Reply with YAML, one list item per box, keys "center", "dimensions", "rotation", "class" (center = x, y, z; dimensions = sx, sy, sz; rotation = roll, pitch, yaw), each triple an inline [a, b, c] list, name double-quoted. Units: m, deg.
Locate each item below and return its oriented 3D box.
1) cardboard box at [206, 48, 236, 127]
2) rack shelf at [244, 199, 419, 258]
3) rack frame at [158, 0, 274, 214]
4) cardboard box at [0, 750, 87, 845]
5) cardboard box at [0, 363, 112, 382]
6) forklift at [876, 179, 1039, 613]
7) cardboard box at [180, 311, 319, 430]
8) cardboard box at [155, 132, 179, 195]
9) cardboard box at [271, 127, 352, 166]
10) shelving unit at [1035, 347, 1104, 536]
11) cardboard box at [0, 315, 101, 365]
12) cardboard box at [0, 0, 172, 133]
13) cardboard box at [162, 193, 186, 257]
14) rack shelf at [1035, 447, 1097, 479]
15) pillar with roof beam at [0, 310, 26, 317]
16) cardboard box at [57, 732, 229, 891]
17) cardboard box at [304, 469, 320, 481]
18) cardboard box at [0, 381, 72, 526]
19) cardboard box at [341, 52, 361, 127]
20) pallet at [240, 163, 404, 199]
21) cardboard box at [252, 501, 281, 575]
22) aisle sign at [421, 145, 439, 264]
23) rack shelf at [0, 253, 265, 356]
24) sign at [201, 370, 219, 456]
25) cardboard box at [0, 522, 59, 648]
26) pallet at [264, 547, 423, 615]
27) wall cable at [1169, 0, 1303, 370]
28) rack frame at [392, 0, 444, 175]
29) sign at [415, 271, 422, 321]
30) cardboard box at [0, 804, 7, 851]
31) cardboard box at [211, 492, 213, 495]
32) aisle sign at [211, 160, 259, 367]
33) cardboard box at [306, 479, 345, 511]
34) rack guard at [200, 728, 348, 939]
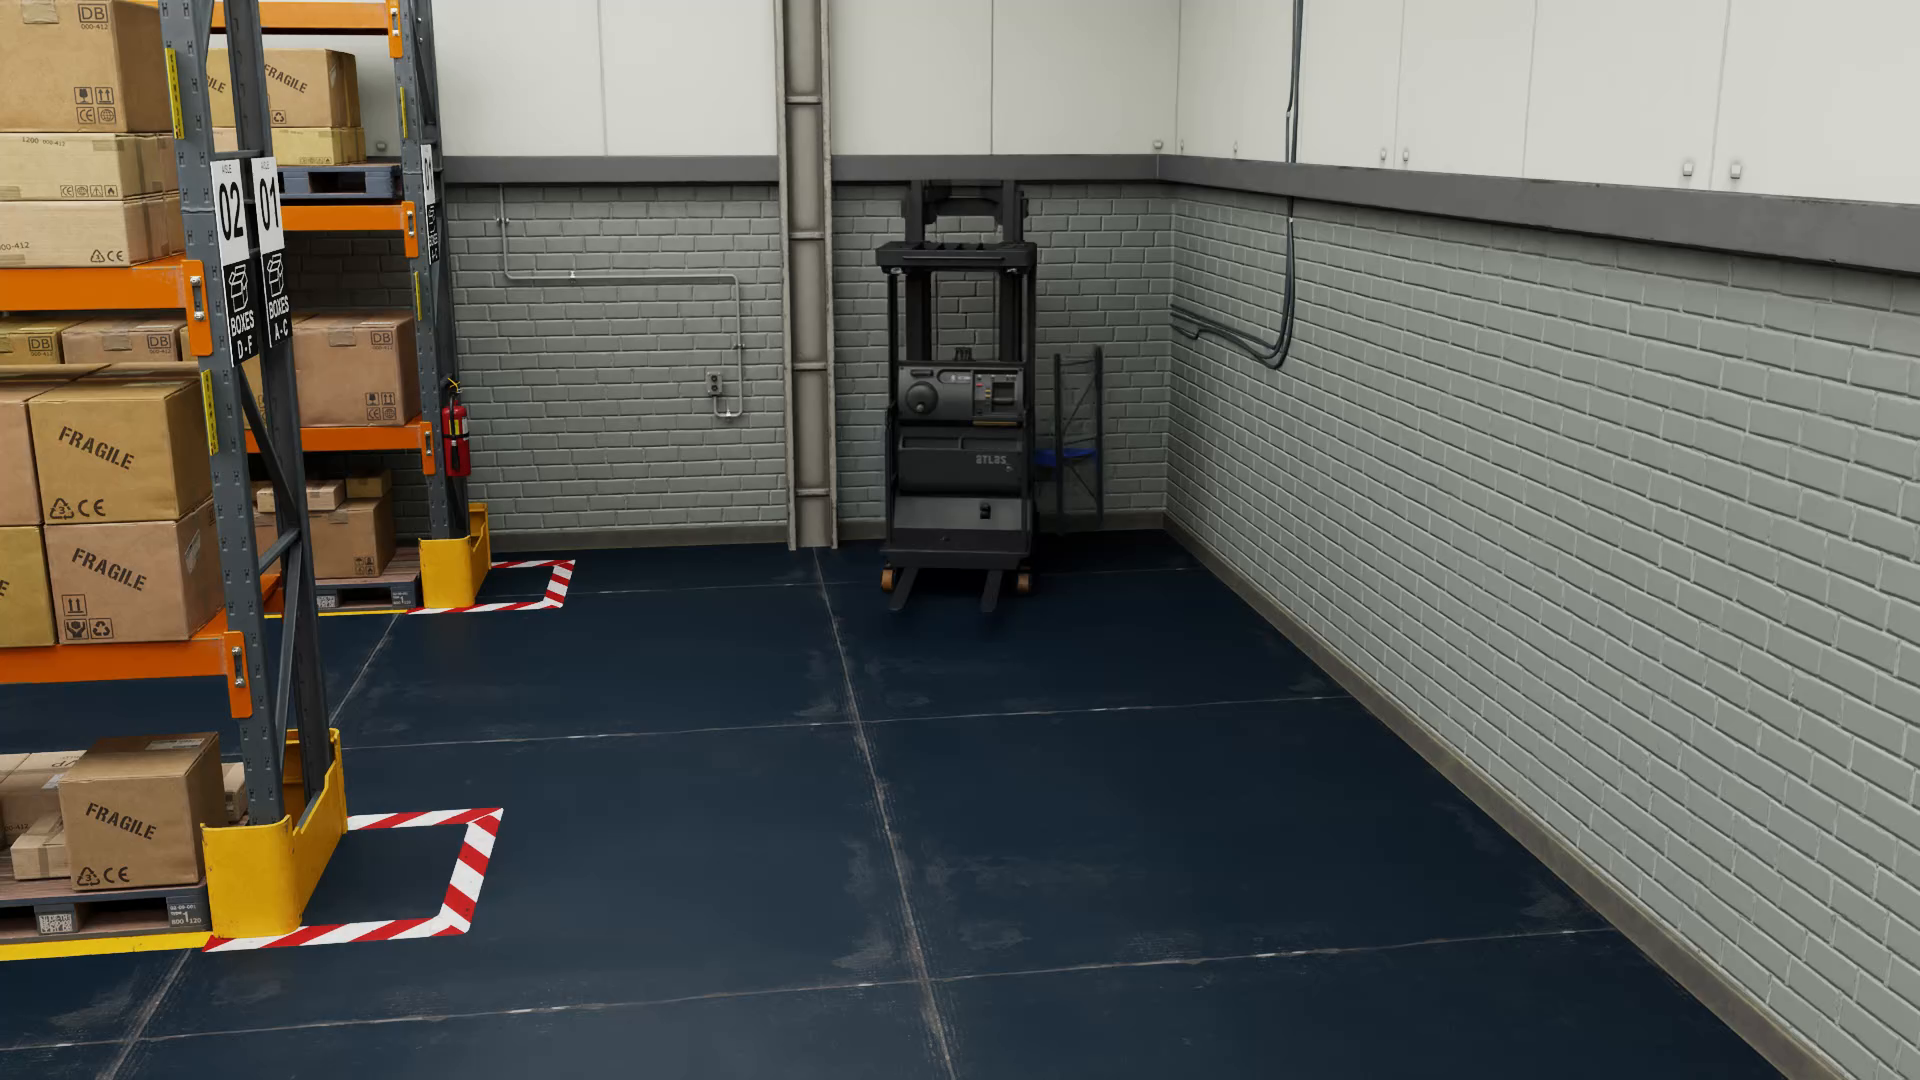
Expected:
- center: [-4.923, -3.001, 11.052]
  dimensions: [0.500, 0.500, 0.500]
  rotation: [-2, 14, -7]
  class: "cardboard box"
- center: [-5.721, -2.144, 11.416]
  dimensions: [4.000, 0.370, 1.077]
  rotation: [-2, 14, -8]
  class: "rack shelf"
- center: [-3.001, -2.829, 6.502]
  dimensions: [0.127, 3.000, 1.000]
  rotation: [-2, 14, -8]
  class: "rack frame"
- center: [-4.076, 1.171, 7.634]
  dimensions: [0.500, 0.250, 0.500]
  rotation: [-2, 14, -8]
  class: "cardboard box"
- center: [-3.995, -0.479, 7.204]
  dimensions: [0.500, 0.500, 0.500]
  rotation: [-2, 14, -8]
  class: "cardboard box"
- center: [-0.007, -1.105, 12.102]
  dimensions: [1.130, 2.935, 3.031]
  rotation: [1, 14, 4]
  class: "forklift"
- center: [-4.964, -1.206, 11.747]
  dimensions: [0.700, 0.700, 0.980]
  rotation: [-2, 14, -9]
  class: "cardboard box"
- center: [-3.548, -1.587, 6.999]
  dimensions: [0.500, 0.250, 0.500]
  rotation: [-2, 14, -8]
  class: "cardboard box"
- center: [-4.428, -2.654, 11.212]
  dimensions: [0.500, 0.250, 0.500]
  rotation: [-2, 14, -7]
  class: "cardboard box"
- center: [0.653, -0.891, 13.967]
  dimensions: [0.538, 1.500, 1.048]
  rotation: [-13, 18, -37]
  class: "shelving unit"
- center: [-6.437, -1.152, 11.531]
  dimensions: [0.700, 0.700, 0.980]
  rotation: [-2, 14, -10]
  class: "cardboard box"
- center: [-3.507, -1.885, 6.643]
  dimensions: [0.500, 0.500, 0.700]
  rotation: [-2, 14, -8]
  class: "cardboard box"
- center: [-3.547, -1.343, 7.054]
  dimensions: [0.500, 0.250, 0.500]
  rotation: [-2, 14, -8]
  class: "cardboard box"
- center: [0.659, -0.717, 14.012]
  dimensions: [0.538, 0.185, 1.000]
  rotation: [-13, 18, -37]
  class: "rack shelf"
- center: [-6.494, -3.073, 7.476]
  dimensions: [0.400, 9.000, 9.100]
  rotation: [-2, 14, -8]
  class: "pillar with roof beam"
- center: [-3.502, 1.159, 7.167]
  dimensions: [0.500, 0.500, 0.500]
  rotation: [-2, 14, -8]
  class: "cardboard box"
- center: [-4.827, -0.401, 12.095]
  dimensions: [0.250, 0.149, 0.380]
  rotation: [-2, 14, -8]
  class: "cardboard box"
- center: [-3.900, -0.351, 6.696]
  dimensions: [0.500, 0.500, 0.500]
  rotation: [-2, 14, -7]
  class: "cardboard box"
- center: [-4.501, -3.140, 11.607]
  dimensions: [0.500, 0.500, 0.500]
  rotation: [-3, 14, -10]
  class: "cardboard box"
- center: [-4.475, -2.493, 11.511]
  dimensions: [1.213, 0.211, 1.003]
  rotation: [-2, 14, -8]
  class: "pallet"
- center: [-4.915, -0.034, 11.966]
  dimensions: [0.500, 0.500, 0.700]
  rotation: [-2, 14, -8]
  class: "cardboard box"
- center: [-3.627, -2.302, 11.389]
  dimensions: [0.004, 0.787, 0.394]
  rotation: [-2, 14, -8]
  class: "aisle sign"
- center: [-4.979, -0.952, 6.665]
  dimensions: [4.000, 0.370, 1.077]
  rotation: [-2, 14, -8]
  class: "rack shelf"
- center: [-2.938, -0.499, 6.517]
  dimensions: [0.005, 0.325, 0.100]
  rotation: [-2, 14, -8]
  class: "sign"
- center: [-3.916, 0.134, 6.815]
  dimensions: [0.500, 0.500, 0.500]
  rotation: [-2, 14, -8]
  class: "cardboard box"
- center: [-4.522, 0.290, 12.131]
  dimensions: [1.213, 0.211, 1.003]
  rotation: [-2, 14, -8]
  class: "pallet"
- center: [1.903, -2.633, 12.105]
  dimensions: [0.112, 2.526, 3.097]
  rotation: [-2, 14, -8]
  class: "wall cable"
- center: [-3.743, -4.020, 11.252]
  dimensions: [0.127, 3.000, 1.000]
  rotation: [-2, 14, -8]
  class: "rack frame"
- center: [-3.676, -1.656, 11.290]
  dimensions: [0.005, 0.325, 0.100]
  rotation: [-2, 14, -8]
  class: "sign"
- center: [-4.446, 1.308, 7.089]
  dimensions: [0.500, 0.250, 0.500]
  rotation: [-2, 14, -8]
  class: "cardboard box"
- center: [-3.479, -0.015, 7.408]
  dimensions: [0.500, 0.500, 0.500]
  rotation: [-2, 14, -7]
  class: "cardboard box"
- center: [-2.888, -1.108, 6.631]
  dimensions: [0.004, 0.787, 0.394]
  rotation: [-2, 14, -8]
  class: "aisle sign"
- center: [-4.520, -0.318, 11.766]
  dimensions: [0.250, 0.149, 0.380]
  rotation: [-2, 14, -9]
  class: "cardboard box"
- center: [-3.076, 1.296, 7.524]
  dimensions: [0.348, 0.500, 1.175]
  rotation: [-2, 14, -8]
  class: "rack guard"
